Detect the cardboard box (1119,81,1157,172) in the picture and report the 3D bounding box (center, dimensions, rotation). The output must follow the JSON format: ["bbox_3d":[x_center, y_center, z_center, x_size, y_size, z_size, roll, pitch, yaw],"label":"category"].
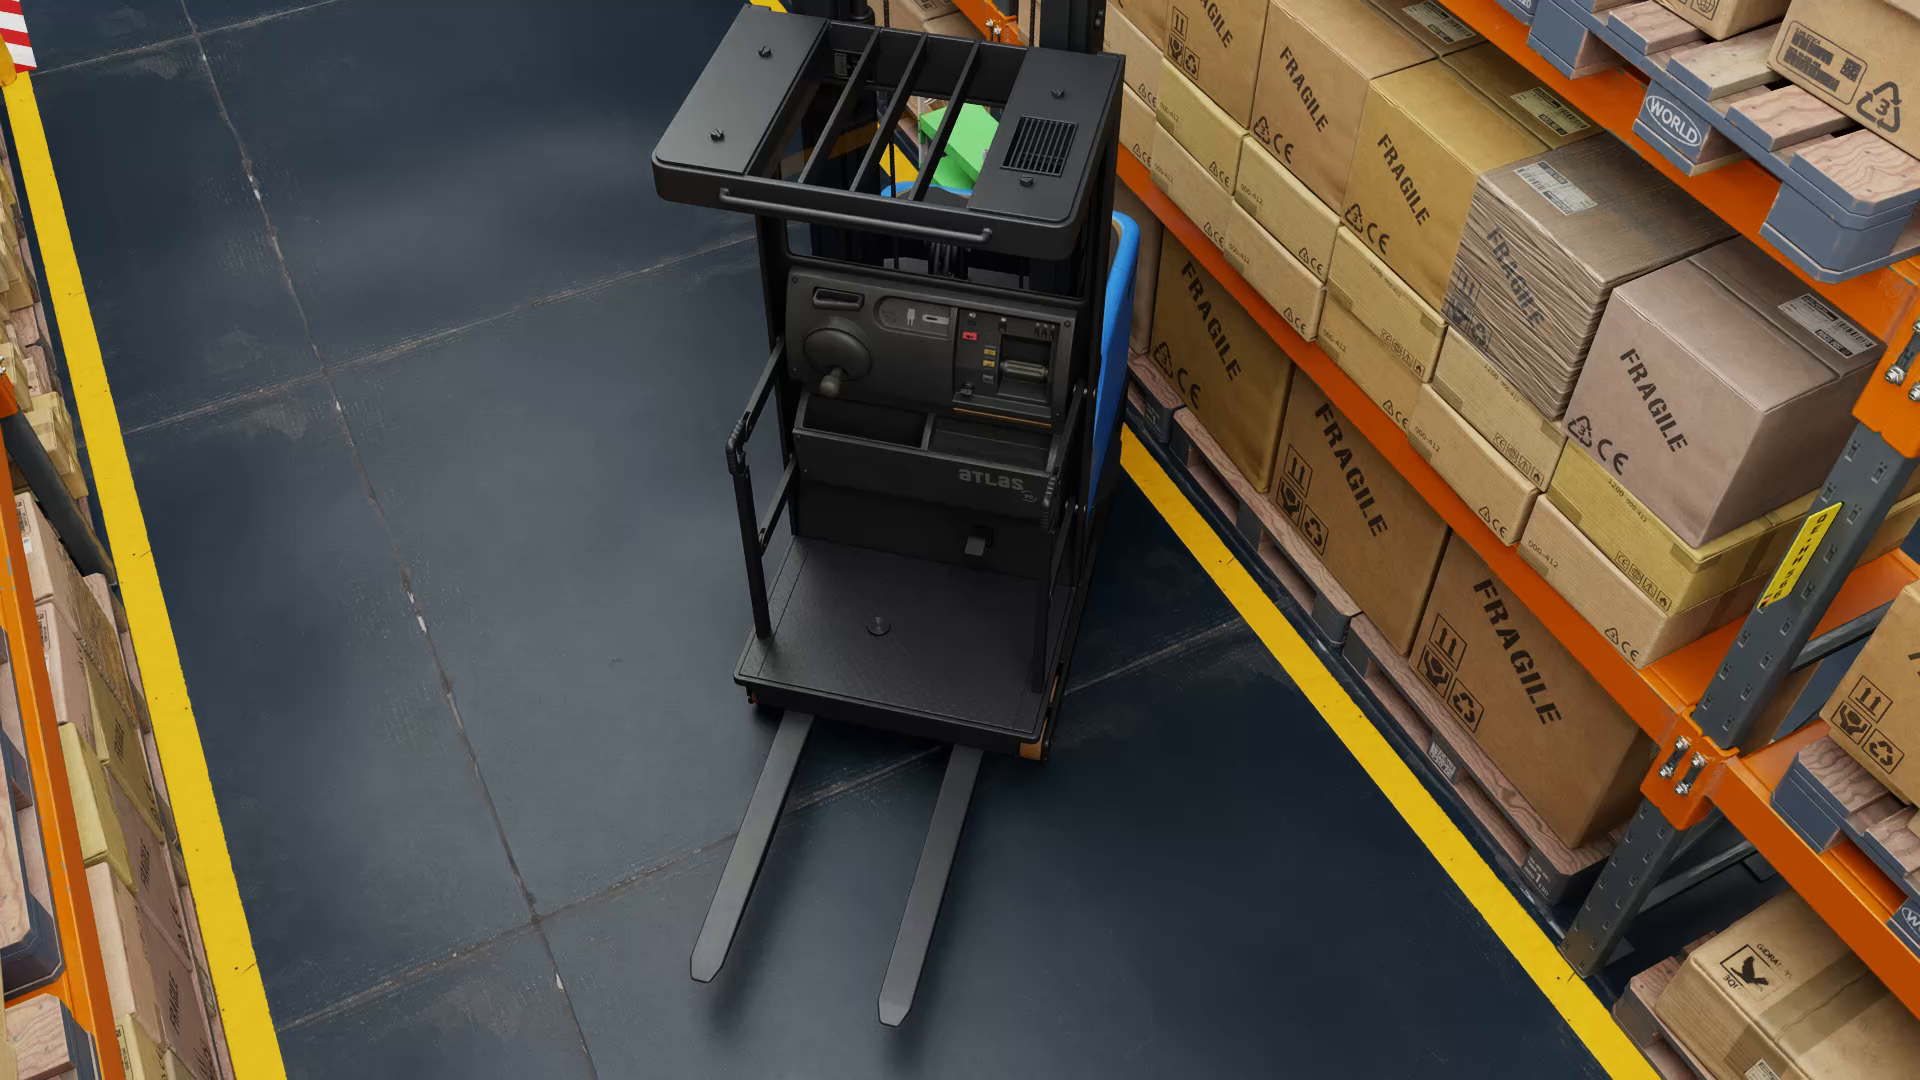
[{"bbox_3d":[0.806,-1.669,6.209,0.500,0.250,0.500,-22,52,-18],"label":"cardboard box"}]

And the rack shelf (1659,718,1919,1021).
[{"bbox_3d":[3.346,1.803,3.551,1.077,0.370,4.000,-21,52,-18],"label":"rack shelf"}]

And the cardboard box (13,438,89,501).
[{"bbox_3d":[-3.635,-0.231,6.467,0.380,0.149,0.250,-23,53,-19],"label":"cardboard box"}]

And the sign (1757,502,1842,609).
[{"bbox_3d":[1.939,0.040,3.846,0.100,0.325,0.005,-21,52,-18],"label":"sign"}]

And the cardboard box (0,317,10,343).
[{"bbox_3d":[-4.096,-0.798,6.765,0.380,0.149,0.250,-24,53,-19],"label":"cardboard box"}]

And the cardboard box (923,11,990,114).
[{"bbox_3d":[0.409,-2.202,7.999,0.875,0.438,0.875,-22,52,-18],"label":"cardboard box"}]

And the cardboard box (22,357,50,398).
[{"bbox_3d":[-3.917,-0.558,6.753,0.380,0.149,0.250,-21,52,-18],"label":"cardboard box"}]

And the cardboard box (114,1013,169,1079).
[{"bbox_3d":[-2.256,1.554,4.174,0.500,0.250,0.500,-22,52,-18],"label":"cardboard box"}]

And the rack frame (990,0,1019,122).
[{"bbox_3d":[0.601,-2.450,6.792,1.000,3.000,0.127,-21,52,-18],"label":"rack frame"}]

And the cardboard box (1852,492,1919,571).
[{"bbox_3d":[2.431,-0.137,4.870,0.500,0.250,0.500,-22,52,-18],"label":"cardboard box"}]

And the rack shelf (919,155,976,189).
[{"bbox_3d":[0.066,-1.415,6.849,0.258,0.148,0.480,-25,53,-20],"label":"rack shelf"}]

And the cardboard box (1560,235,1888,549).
[{"bbox_3d":[1.962,-0.391,4.261,0.500,0.500,0.500,-22,53,-18],"label":"cardboard box"}]

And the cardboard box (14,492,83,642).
[{"bbox_3d":[-3.189,0.172,5.383,0.500,0.250,0.500,-22,53,-18],"label":"cardboard box"}]

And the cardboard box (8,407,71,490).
[{"bbox_3d":[-3.636,-0.327,6.354,0.380,0.149,0.250,-19,51,-16],"label":"cardboard box"}]

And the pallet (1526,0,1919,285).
[{"bbox_3d":[2.089,-1.110,3.754,1.213,0.211,1.003,-19,51,-16],"label":"pallet"}]

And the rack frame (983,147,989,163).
[{"bbox_3d":[0.194,-1.142,6.845,0.240,1.200,0.015,-25,53,-20],"label":"rack frame"}]

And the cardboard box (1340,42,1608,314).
[{"bbox_3d":[1.499,-1.066,4.851,0.500,0.500,0.500,-21,52,-17],"label":"cardboard box"}]

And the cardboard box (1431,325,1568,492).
[{"bbox_3d":[1.746,-0.466,4.825,0.500,0.250,0.500,-22,53,-18],"label":"cardboard box"}]

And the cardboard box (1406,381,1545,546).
[{"bbox_3d":[1.721,-0.309,5.019,0.500,0.250,0.500,-20,52,-17],"label":"cardboard box"}]

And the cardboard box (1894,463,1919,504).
[{"bbox_3d":[2.419,-0.312,4.690,0.500,0.250,0.500,-22,52,-18],"label":"cardboard box"}]

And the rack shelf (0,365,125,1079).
[{"bbox_3d":[-2.839,0.898,4.342,1.077,0.370,4.000,-21,52,-18],"label":"rack shelf"}]

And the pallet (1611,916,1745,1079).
[{"bbox_3d":[2.788,1.669,5.043,1.003,0.211,1.213,-21,52,-18],"label":"pallet"}]

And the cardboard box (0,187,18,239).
[{"bbox_3d":[-4.502,-1.430,7.515,0.380,0.149,0.250,-20,52,-17],"label":"cardboard box"}]

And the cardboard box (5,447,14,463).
[{"bbox_3d":[-3.728,-0.374,6.197,0.380,0.149,0.250,-19,52,-16],"label":"cardboard box"}]

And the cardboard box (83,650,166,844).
[{"bbox_3d":[-2.957,0.760,5.367,0.500,0.500,0.500,-22,52,-18],"label":"cardboard box"}]

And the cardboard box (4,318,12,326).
[{"bbox_3d":[-4.232,-0.878,7.033,0.380,0.149,0.250,-23,53,-19],"label":"cardboard box"}]

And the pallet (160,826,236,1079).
[{"bbox_3d":[-2.834,1.579,5.121,1.003,0.211,1.213,-21,52,-18],"label":"pallet"}]

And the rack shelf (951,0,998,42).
[{"bbox_3d":[-0.314,-3.551,8.234,1.077,0.370,4.000,-21,52,-18],"label":"rack shelf"}]

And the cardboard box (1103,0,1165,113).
[{"bbox_3d":[0.815,-1.834,6.021,0.500,0.250,0.500,-20,52,-17],"label":"cardboard box"}]

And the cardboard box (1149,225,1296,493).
[{"bbox_3d":[1.376,-0.899,6.569,0.875,0.875,0.875,-20,52,-16],"label":"cardboard box"}]

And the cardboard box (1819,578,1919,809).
[{"bbox_3d":[2.431,0.339,3.810,0.500,0.500,0.500,-23,53,-19],"label":"cardboard box"}]

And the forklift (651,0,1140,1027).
[{"bbox_3d":[-0.151,-0.504,5.136,1.130,2.935,3.031,10,50,9],"label":"forklift"}]

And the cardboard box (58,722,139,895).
[{"bbox_3d":[-2.711,0.870,4.773,0.500,0.250,0.500,-23,53,-19],"label":"cardboard box"}]

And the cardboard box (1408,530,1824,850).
[{"bbox_3d":[2.189,0.298,5.522,0.875,0.875,0.875,-22,52,-18],"label":"cardboard box"}]

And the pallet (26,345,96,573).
[{"bbox_3d":[-4.093,-0.196,6.674,1.003,0.211,1.213,-21,52,-18],"label":"pallet"}]

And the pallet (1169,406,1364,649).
[{"bbox_3d":[1.583,-0.224,6.698,1.003,0.211,1.213,-21,52,-18],"label":"pallet"}]

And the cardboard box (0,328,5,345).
[{"bbox_3d":[-3.961,-0.732,6.509,0.380,0.149,0.250,-22,52,-18],"label":"cardboard box"}]

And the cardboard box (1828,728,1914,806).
[{"bbox_3d":[2.415,0.454,4.141,0.380,0.149,0.250,-24,53,-20],"label":"cardboard box"}]

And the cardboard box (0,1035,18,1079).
[{"bbox_3d":[-2.196,1.216,3.475,0.380,0.149,0.250,-19,51,-16],"label":"cardboard box"}]

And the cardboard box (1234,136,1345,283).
[{"bbox_3d":[1.256,-1.149,5.423,0.500,0.250,0.500,-23,53,-19],"label":"cardboard box"}]

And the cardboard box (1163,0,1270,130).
[{"bbox_3d":[1.031,-1.751,5.450,0.500,0.500,0.500,-22,52,-18],"label":"cardboard box"}]

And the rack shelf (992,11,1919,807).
[{"bbox_3d":[1.516,-0.874,5.892,1.077,0.370,4.000,-21,52,-18],"label":"rack shelf"}]

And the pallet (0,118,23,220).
[{"bbox_3d":[-5.210,-1.829,8.102,1.003,0.211,1.213,-21,52,-18],"label":"pallet"}]

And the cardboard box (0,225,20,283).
[{"bbox_3d":[-4.260,-1.181,7.100,0.380,0.149,0.250,-22,52,-18],"label":"cardboard box"}]

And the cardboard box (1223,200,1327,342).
[{"bbox_3d":[1.247,-0.983,5.609,0.500,0.250,0.500,-22,52,-18],"label":"cardboard box"}]

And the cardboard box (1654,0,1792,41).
[{"bbox_3d":[1.809,-1.528,3.648,0.700,0.500,0.500,-24,53,-19],"label":"cardboard box"}]

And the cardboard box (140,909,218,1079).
[{"bbox_3d":[-2.493,1.446,4.766,0.500,0.500,0.500,-22,53,-18],"label":"cardboard box"}]

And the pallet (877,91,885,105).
[{"bbox_3d":[-0.240,-2.885,9.026,1.003,0.211,1.213,-21,52,-18],"label":"pallet"}]

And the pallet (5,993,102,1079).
[{"bbox_3d":[-2.345,1.623,3.358,1.213,0.211,1.003,-21,52,-18],"label":"pallet"}]

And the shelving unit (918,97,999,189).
[{"bbox_3d":[0.066,-1.299,6.981,0.258,1.200,0.503,-25,53,-20],"label":"shelving unit"}]
